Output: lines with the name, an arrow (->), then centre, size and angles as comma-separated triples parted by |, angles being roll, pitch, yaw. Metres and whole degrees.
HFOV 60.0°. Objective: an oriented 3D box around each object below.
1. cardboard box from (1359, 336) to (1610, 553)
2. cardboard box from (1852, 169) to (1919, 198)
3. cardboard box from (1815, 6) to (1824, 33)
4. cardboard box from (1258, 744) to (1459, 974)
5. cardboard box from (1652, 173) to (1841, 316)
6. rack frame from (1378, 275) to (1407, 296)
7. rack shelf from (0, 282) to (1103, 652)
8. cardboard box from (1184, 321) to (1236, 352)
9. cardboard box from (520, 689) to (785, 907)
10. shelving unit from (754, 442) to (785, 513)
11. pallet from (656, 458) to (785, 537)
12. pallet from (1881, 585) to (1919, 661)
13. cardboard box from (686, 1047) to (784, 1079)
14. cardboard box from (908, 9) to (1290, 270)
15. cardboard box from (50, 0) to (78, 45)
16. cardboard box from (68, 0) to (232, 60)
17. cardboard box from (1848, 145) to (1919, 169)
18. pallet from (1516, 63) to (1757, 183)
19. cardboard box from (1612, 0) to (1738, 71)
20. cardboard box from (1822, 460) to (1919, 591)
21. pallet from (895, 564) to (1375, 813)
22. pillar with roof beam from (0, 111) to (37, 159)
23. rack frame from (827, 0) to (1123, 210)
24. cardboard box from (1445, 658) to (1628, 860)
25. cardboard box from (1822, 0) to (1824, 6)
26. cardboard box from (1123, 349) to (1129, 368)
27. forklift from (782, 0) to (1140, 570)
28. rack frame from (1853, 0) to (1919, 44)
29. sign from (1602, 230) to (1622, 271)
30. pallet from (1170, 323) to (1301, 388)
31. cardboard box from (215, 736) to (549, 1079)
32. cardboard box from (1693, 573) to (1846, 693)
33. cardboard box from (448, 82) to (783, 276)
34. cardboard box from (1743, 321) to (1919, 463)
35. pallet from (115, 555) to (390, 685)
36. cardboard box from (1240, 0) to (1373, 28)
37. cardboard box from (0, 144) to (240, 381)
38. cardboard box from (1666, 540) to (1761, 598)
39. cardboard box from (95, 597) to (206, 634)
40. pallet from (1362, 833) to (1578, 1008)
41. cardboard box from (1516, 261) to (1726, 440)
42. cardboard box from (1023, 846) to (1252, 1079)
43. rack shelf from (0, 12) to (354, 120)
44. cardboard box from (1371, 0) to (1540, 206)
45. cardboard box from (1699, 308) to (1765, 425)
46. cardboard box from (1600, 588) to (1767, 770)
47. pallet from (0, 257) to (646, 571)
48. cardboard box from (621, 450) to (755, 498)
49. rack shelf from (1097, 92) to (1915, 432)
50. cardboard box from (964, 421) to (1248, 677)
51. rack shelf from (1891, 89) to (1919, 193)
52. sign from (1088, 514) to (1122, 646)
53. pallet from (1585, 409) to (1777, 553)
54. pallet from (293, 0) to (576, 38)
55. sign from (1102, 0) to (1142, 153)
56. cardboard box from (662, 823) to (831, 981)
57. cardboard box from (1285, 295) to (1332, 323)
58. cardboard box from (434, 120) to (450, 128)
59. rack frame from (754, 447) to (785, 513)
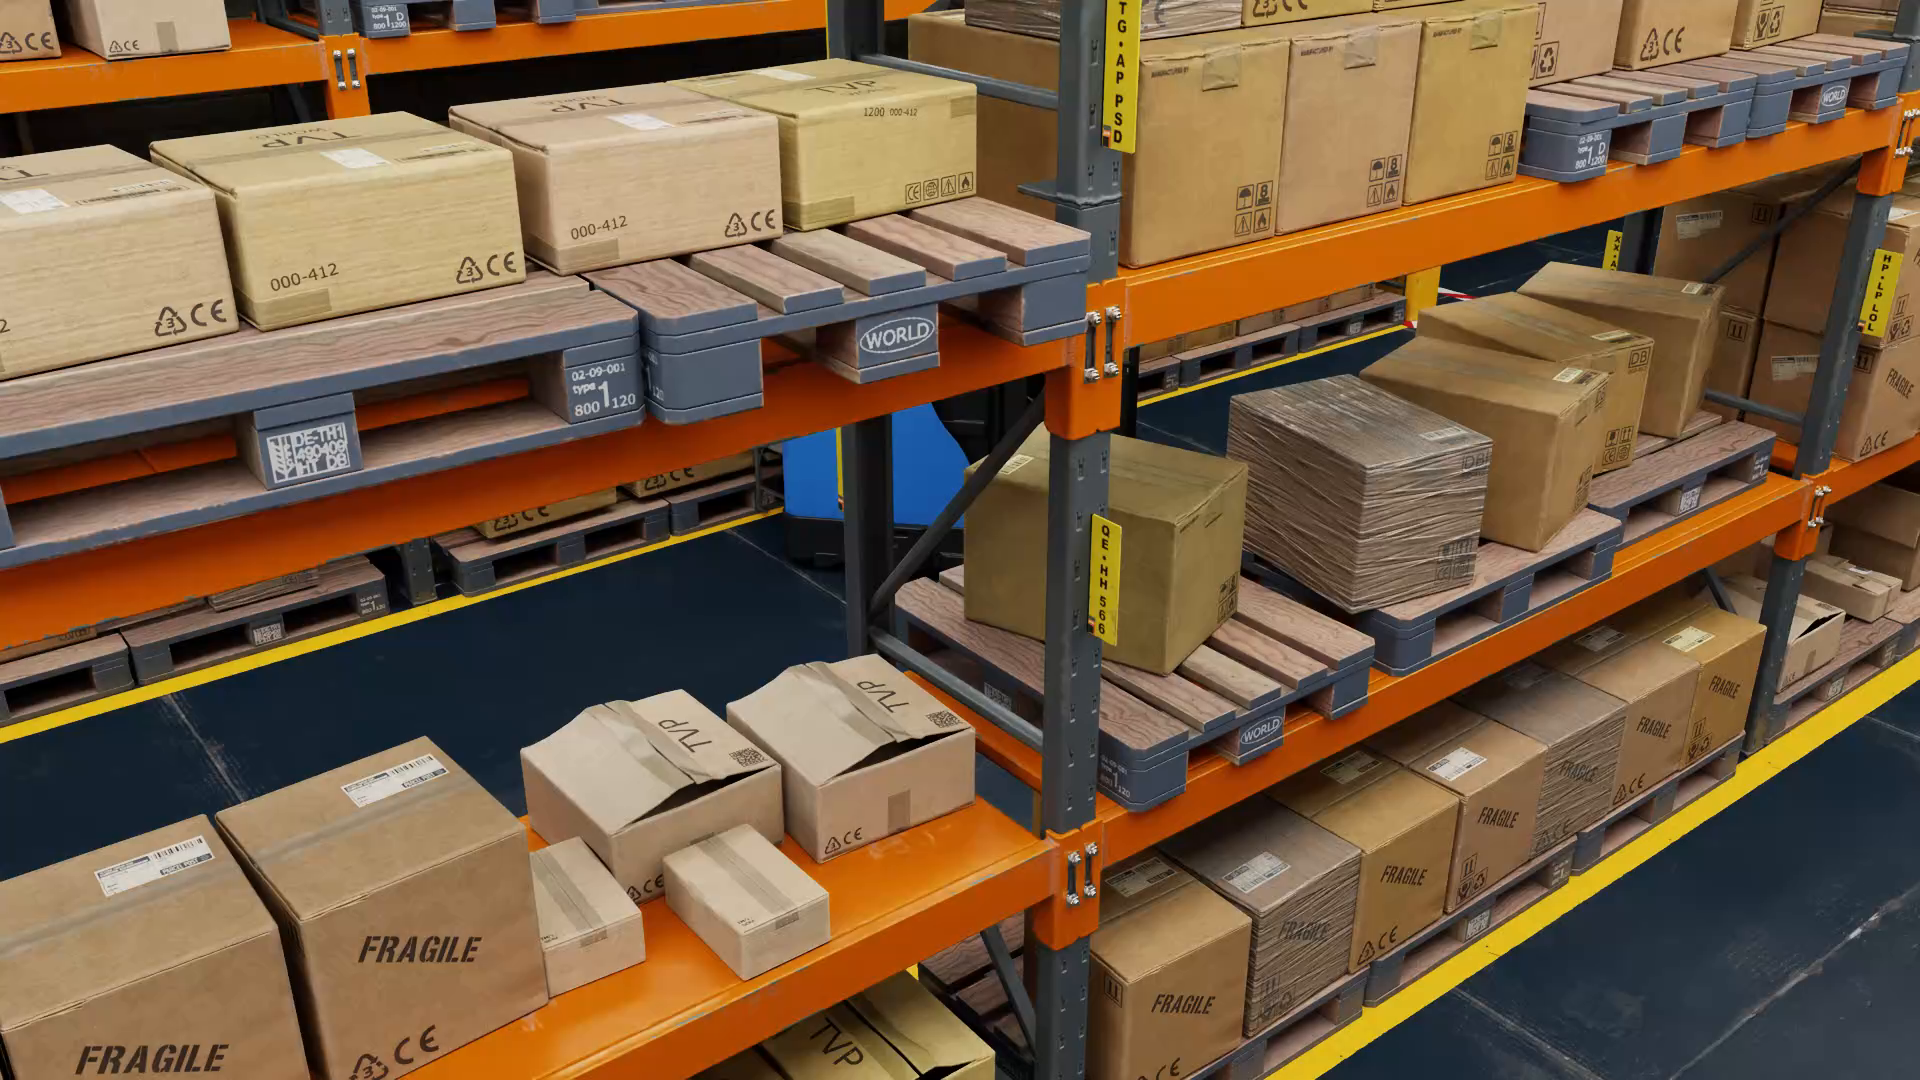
cardboard box -> 1.806, -0.353, 5.830 | 0.700, 0.500, 0.500 | 18, 30, 33
cardboard box -> 4.109, -1.259, 7.093 | 0.500, 0.500, 0.500 | -19, 31, -36
cardboard box -> 3.377, -2.104, 6.835 | 0.500, 0.250, 0.500 | -18, 31, -34
cardboard box -> 1.352, 1.087, 5.792 | 0.500, 0.500, 0.500 | -19, 31, -35
cardboard box -> 3.397, -1.313, 7.209 | 0.500, 0.500, 0.500 | -18, 30, -34
rack frame -> 3.246, -3.276, 12.745 | 0.127, 3.000, 1.000 | -18, 31, -34
rack shelf -> -1.563, -0.072, 3.134 | 4.000, 0.370, 1.077 | -18, 31, -34
cardboard box -> 1.553, -1.716, 11.854 | 0.500, 0.500, 0.700 | -17, 30, -33
cardboard box -> -0.813, 0.651, 4.390 | 0.500, 0.311, 0.500 | -19, 31, -35
shelving unit -> -0.847, -1.155, 9.137 | 0.503, 2.100, 0.431 | -18, 28, -37
pallet -> -1.423, -0.428, 9.921 | 1.213, 0.211, 1.003 | -18, 31, -34
pallet -> 4.660, 0.172, 8.630 | 1.213, 0.211, 1.003 | -18, 31, -34
cardboard box -> -0.654, 1.600, 4.341 | 0.500, 0.311, 0.500 | -19, 31, -35
cardboard box -> 0.333, -1.088, 4.349 | 0.500, 0.500, 0.910 | -18, 31, -34
cardboard box -> -3.757, -2.502, 7.372 | 0.500, 0.500, 0.500 | -18, 31, -34
cardboard box -> -3.449, -2.250, 7.055 | 0.500, 0.311, 0.500 | -18, 31, -34
cardboard box -> 4.195, -1.577, 7.779 | 0.500, 0.500, 0.500 | -18, 30, -34
pallet -> 1.788, -1.455, 5.483 | 1.003, 0.211, 1.213 | -18, 31, -34
cardboard box -> 2.205, -1.951, 5.591 | 0.600, 0.600, 0.600 | -19, 31, -35
cardboard box -> 4.634, -0.154, 8.461 | 0.637, 0.503, 0.797 | -18, 31, -34
pallet -> 0.501, 0.330, 5.203 | 1.003, 0.211, 1.213 | -18, 31, -34
pillar with roof beam -> -1.949, -2.442, 3.821 | 0.400, 9.000, 9.100 | -18, 31, -34
rack frame -> 0.011, -2.279, 3.471 | 0.127, 3.000, 1.000 | -18, 31, -34
cardboard box -> 2.158, 0.817, 6.374 | 0.500, 0.500, 0.500 | -18, 30, -33
cardboard box -> 3.374, -2.332, 6.733 | 0.500, 0.250, 0.500 | -18, 31, -34
cardboard box -> 0.751, -1.454, 11.289 | 0.500, 0.500, 0.700 | -18, 30, -33
forklift -> 0.618, -1.287, 8.540 | 3.031, 2.935, 1.130 | 4, 25, 8
rack frame -> 3.158, -3.318, 5.710 | 0.127, 3.000, 1.000 | -18, 31, -34
sign -> 2.818, -1.167, 7.173 | 0.005, 0.325, 0.100 | -18, 31, -34
pallet -> 1.706, -1.462, 12.150 | 1.213, 0.211, 1.003 | -18, 31, -34
cardboard box -> -1.300, 0.838, 3.762 | 0.500, 0.500, 0.500 | -20, 32, -37
cardboard box -> 3.622, 0.386, 7.526 | 0.500, 0.311, 0.500 | -18, 31, -34
cardboard box -> -0.713, -0.762, 3.445 | 0.500, 0.250, 0.500 | -17, 30, -33
cardboard box -> 3.728, -0.684, 7.042 | 0.500, 0.500, 0.500 | -17, 30, -33
pallet -> -3.665, 0.270, 8.418 | 1.213, 0.211, 1.003 | -18, 31, -34
cardboard box -> 0.759, -1.661, 4.396 | 0.500, 0.500, 0.500 | -18, 31, -34
cardboard box -> -1.595, -0.478, 2.833 | 0.500, 0.250, 0.500 | -21, 32, -38
cardboard box -> 3.432, 0.096, 7.927 | 0.500, 0.500, 0.500 | -18, 31, -34
cardboard box -> -4.060, 0.036, 8.055 | 0.500, 0.500, 0.700 | -18, 31, -34
pallet -> 1.581, 1.211, 6.391 | 1.213, 0.211, 1.003 | -18, 31, -34
cardboard box -> 2.648, -0.784, 6.757 | 0.700, 0.500, 0.500 | 15, 29, 29
cardboard box -> 0.545, 1.353, 5.218 | 0.500, 0.500, 0.500 | -17, 30, -32
rack shelf -> -4.623, -1.712, 6.668 | 4.000, 0.370, 1.077 | -18, 31, -34
cardboard box -> 1.144, -1.356, 4.926 | 0.500, 0.500, 0.910 | -18, 31, -34
cardboard box -> 3.393, -0.857, 7.414 | 0.500, 0.500, 0.500 | -18, 30, -33
cardboard box -> 2.947, 0.561, 6.925 | 0.500, 0.500, 0.500 | -18, 31, -34
pallet -> -1.346, -0.335, 3.070 | 1.213, 0.211, 1.003 | -17, 30, -32
cardboard box -> -1.696, -0.786, 9.435 | 0.750, 0.750, 0.750 | -18, 31, -34
rack shelf -> 1.585, -1.111, 5.373 | 4.000, 0.370, 1.077 | -18, 31, -34
cardboard box -> 0.437, 0.006, 5.057 | 0.700, 0.500, 0.500 | 15, 29, 29
rack shelf -> 4.732, -2.150, 7.612 | 4.000, 0.370, 1.077 | -18, 31, -34
sign -> 0.356, 0.100, 4.095 | 0.005, 0.325, 0.100 | -18, 31, -34
pallet -> 2.462, -0.338, 6.643 | 1.213, 0.211, 1.003 | -18, 31, -34
pallet -> -2.575, -2.657, 8.074 | 1.003, 0.211, 1.213 | -17, 30, -32
sign -> 0.347, -1.003, 3.576 | 0.005, 0.325, 0.100 | -18, 31, -34
cardboard box -> -0.526, 0.882, 4.086 | 0.250, 0.149, 0.380 | -18, 31, -34
cardboard box -> 2.364, -1.987, 12.440 | 0.500, 0.500, 0.700 | -18, 31, -34
cardboard box -> -2.442, -2.064, 8.748 | 0.500, 0.250, 0.500 | -19, 31, -36
rack frame -> -1.033, -1.094, 8.991 | 0.015, 2.100, 0.400 | -18, 28, -37
